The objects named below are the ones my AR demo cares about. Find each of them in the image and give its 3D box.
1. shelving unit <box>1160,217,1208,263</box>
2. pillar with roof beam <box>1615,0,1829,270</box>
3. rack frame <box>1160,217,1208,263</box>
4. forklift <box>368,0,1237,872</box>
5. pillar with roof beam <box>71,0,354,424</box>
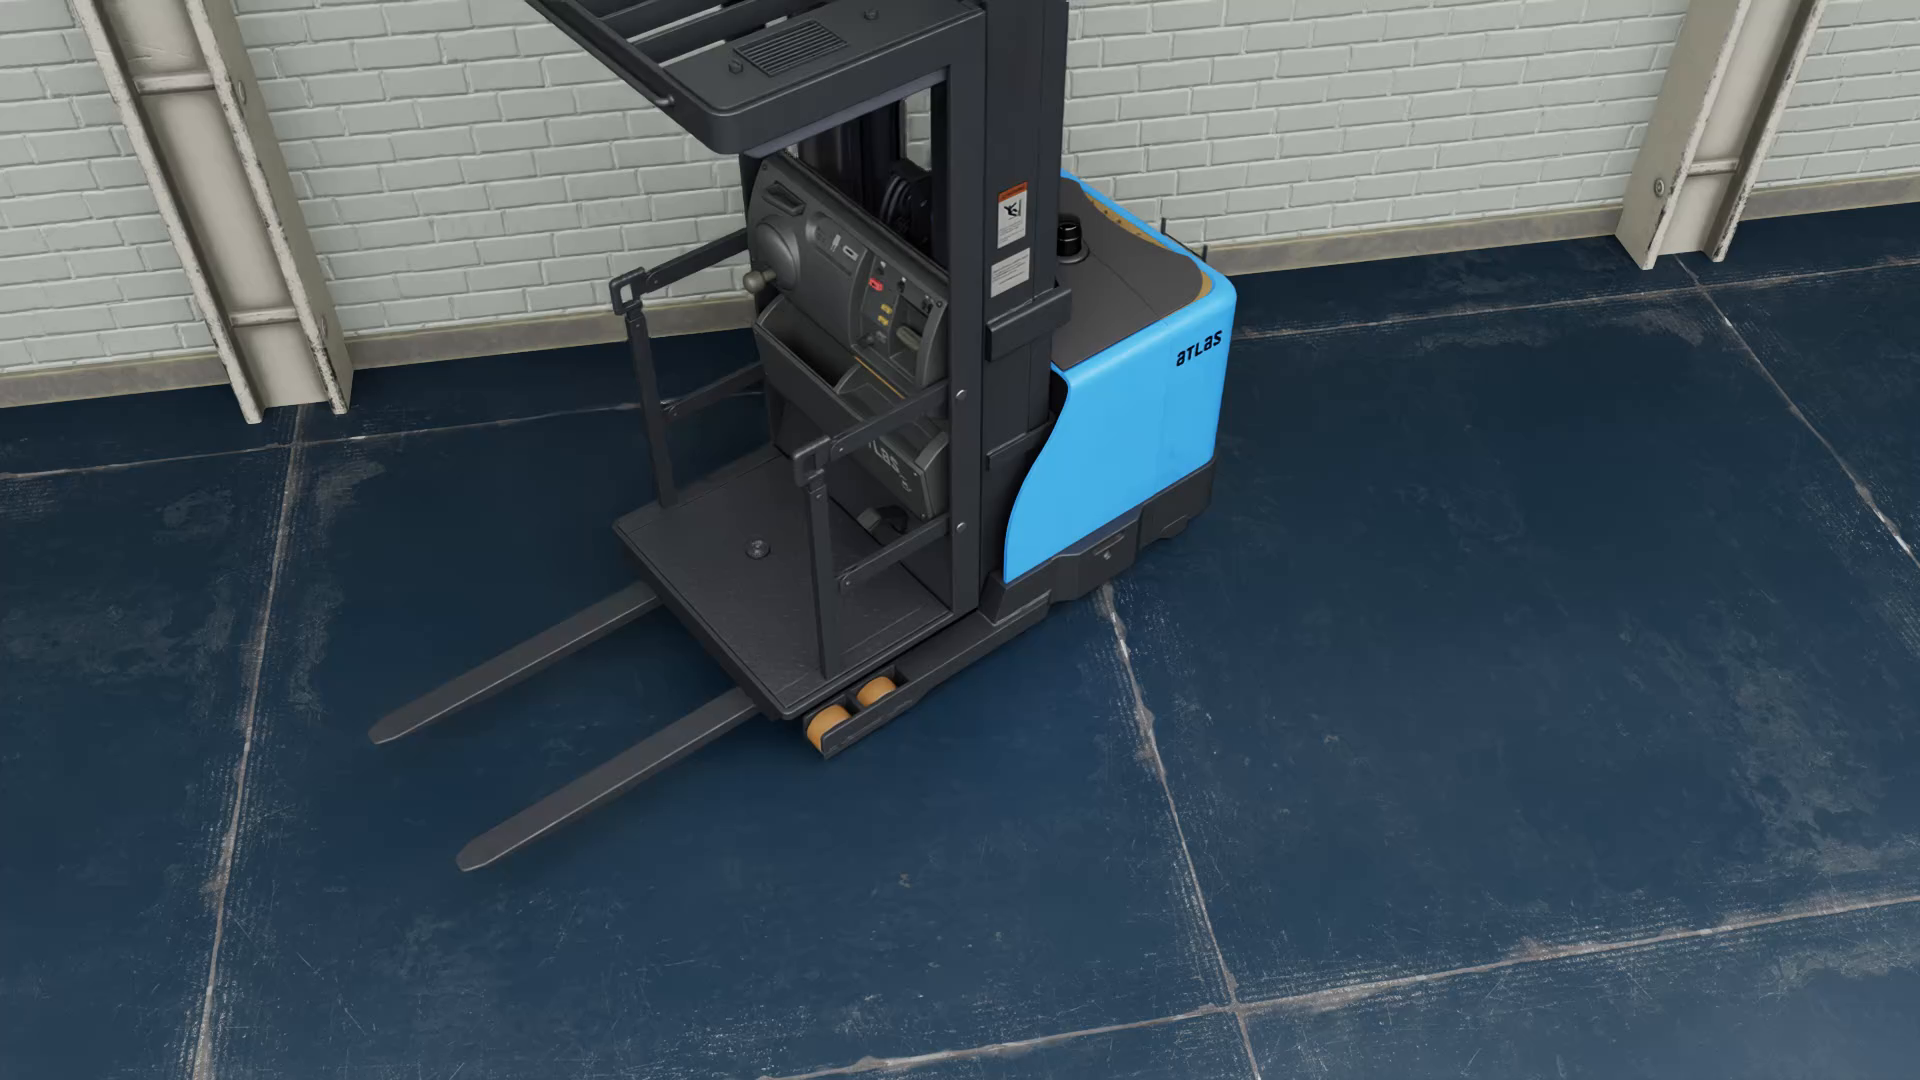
[{"bbox_3d":[0.744,-0.771,6.368,0.210,0.900,0.258,-30,53,-26],"label":"shelving unit"},{"bbox_3d":[3.941,-1.405,1.355,0.400,9.000,9.100,-7,46,-7],"label":"pillar with roof beam"},{"bbox_3d":[0.823,-0.817,6.412,0.006,0.900,0.240,-30,53,-26],"label":"rack frame"},{"bbox_3d":[-0.516,-0.735,4.923,3.031,2.935,1.130,-30,53,-26],"label":"forklift"},{"bbox_3d":[-1.971,-0.668,0.645,0.400,9.000,9.100,-7,46,-7],"label":"pillar with roof beam"}]
